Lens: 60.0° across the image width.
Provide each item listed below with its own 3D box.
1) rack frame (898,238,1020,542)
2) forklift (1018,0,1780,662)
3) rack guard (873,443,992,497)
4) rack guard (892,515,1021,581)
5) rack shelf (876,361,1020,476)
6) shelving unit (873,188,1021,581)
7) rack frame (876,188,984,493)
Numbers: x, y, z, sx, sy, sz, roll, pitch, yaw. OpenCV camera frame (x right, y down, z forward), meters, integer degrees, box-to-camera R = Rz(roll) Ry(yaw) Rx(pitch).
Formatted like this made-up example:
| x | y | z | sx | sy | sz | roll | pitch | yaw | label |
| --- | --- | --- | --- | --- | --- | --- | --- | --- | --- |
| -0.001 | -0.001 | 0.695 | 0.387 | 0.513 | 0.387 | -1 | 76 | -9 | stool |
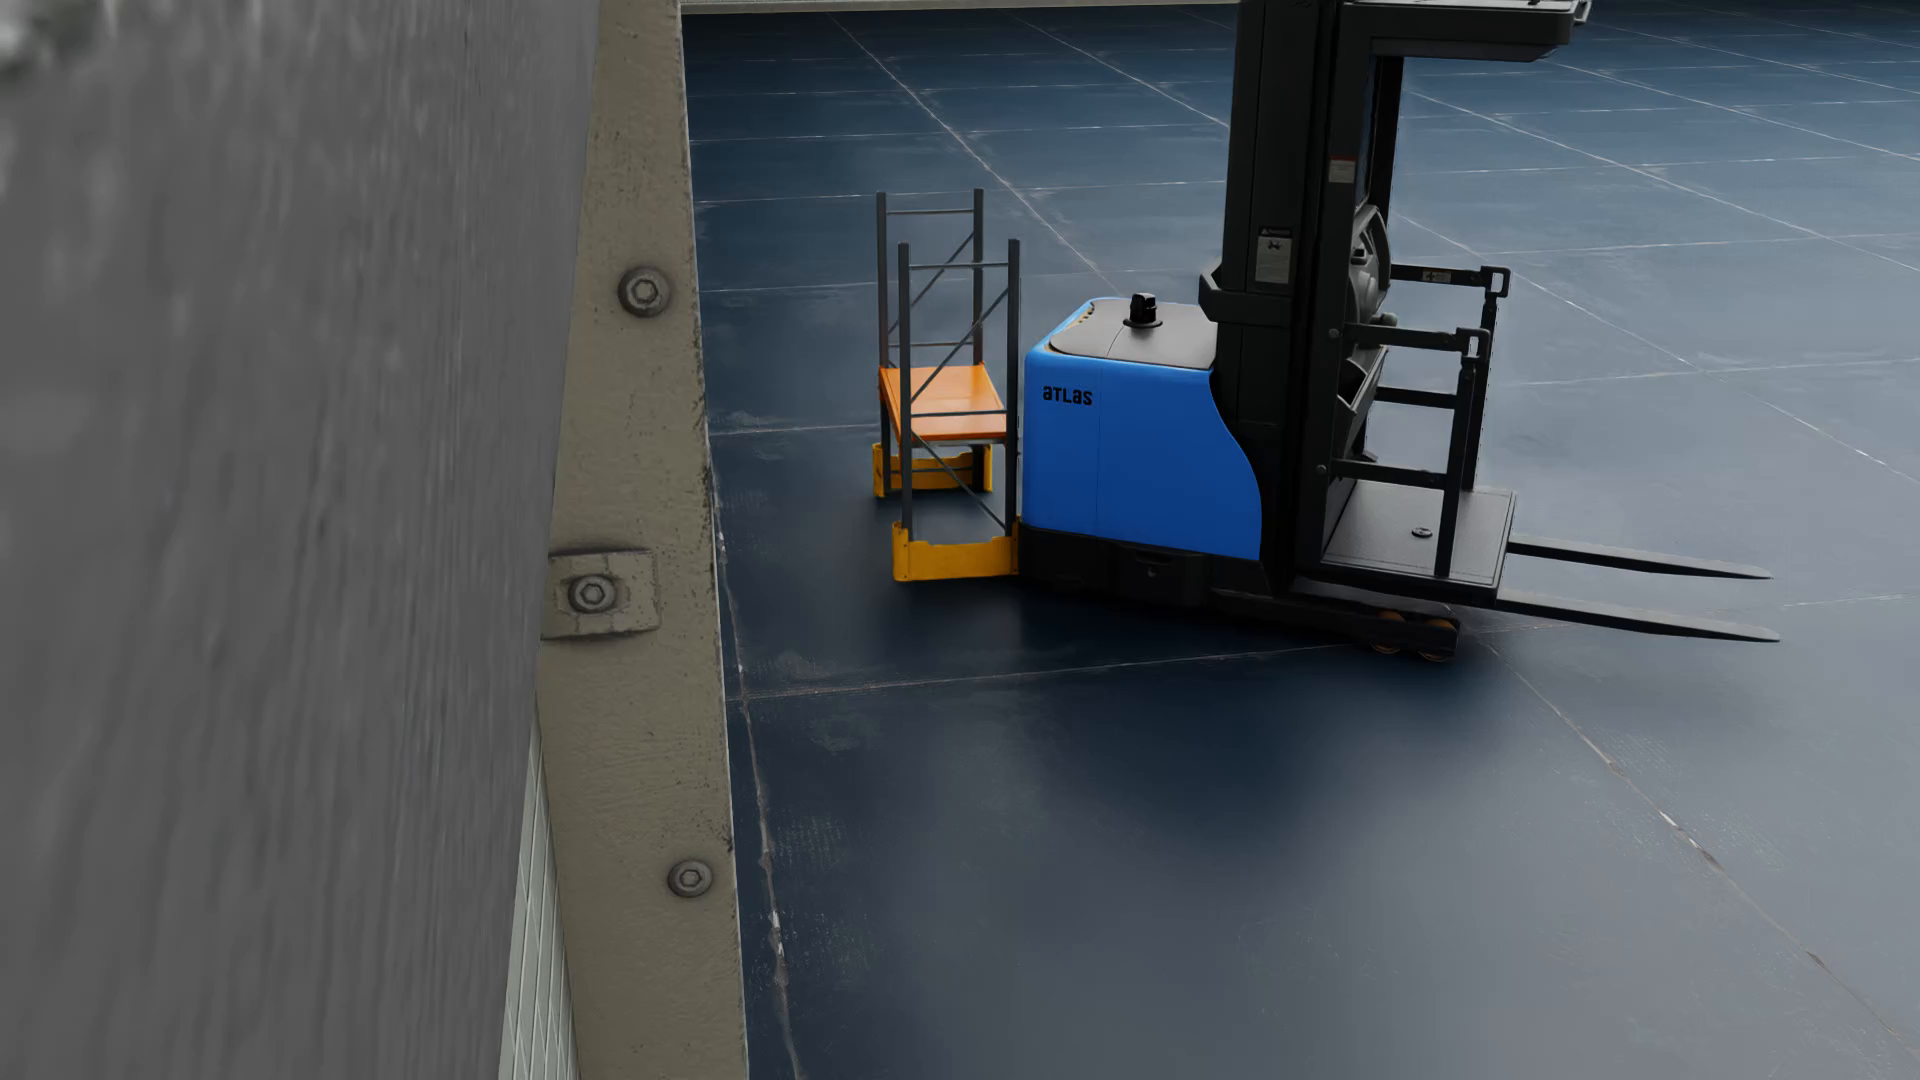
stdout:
| x | y | z | sx | sy | sz | roll | pitch | yaw | label |
| --- | --- | --- | --- | --- | --- | --- | --- | --- | --- |
| -0.004 | -0.537 | 7.105 | 0.500 | 1.500 | 0.032 | -3 | 24 | -7 | rack frame |
| 1.823 | -1.098 | 6.603 | 3.031 | 2.935 | 1.130 | 9 | 25 | 19 | forklift |
| -0.136 | -0.360 | 8.261 | 0.587 | 0.250 | 0.087 | -3 | 24 | -7 | rack guard |
| -0.004 | 0.035 | 7.357 | 0.587 | 0.250 | 0.087 | -3 | 24 | -7 | rack guard |
| -0.071 | -0.574 | 7.639 | 0.538 | 0.185 | 1.000 | -3 | 24 | -7 | rack shelf |
| -0.070 | -0.735 | 7.559 | 0.587 | 1.500 | 1.083 | -3 | 24 | -7 | shelving unit |
| -0.139 | -0.940 | 8.029 | 0.500 | 1.500 | 0.032 | -3 | 24 | -7 | rack frame |
